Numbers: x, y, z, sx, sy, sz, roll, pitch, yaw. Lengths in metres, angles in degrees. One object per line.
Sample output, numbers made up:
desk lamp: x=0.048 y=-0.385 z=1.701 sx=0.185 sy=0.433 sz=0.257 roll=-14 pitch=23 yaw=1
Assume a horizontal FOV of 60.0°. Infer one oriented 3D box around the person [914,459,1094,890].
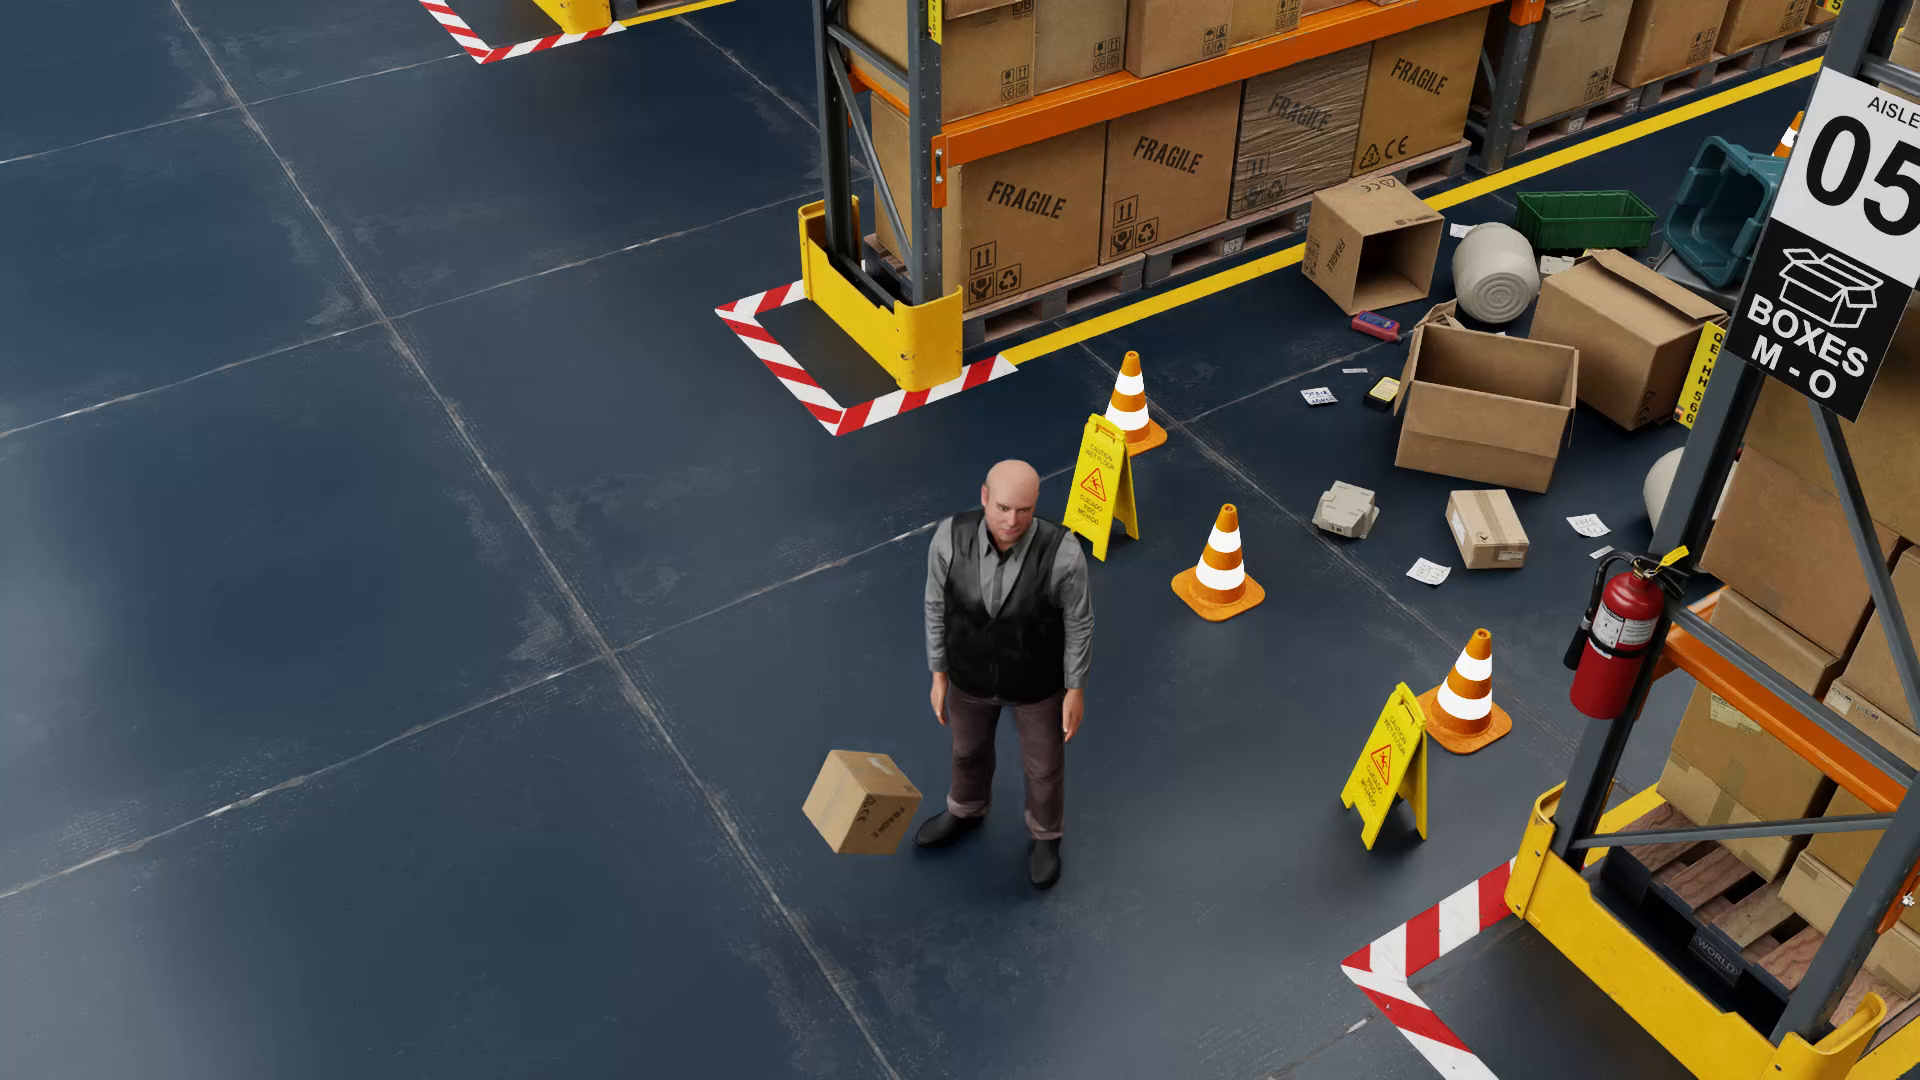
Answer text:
person: x=0.141 y=0.467 z=5.597 sx=0.599 sy=1.731 sz=0.398 roll=10 pitch=41 yaw=11
